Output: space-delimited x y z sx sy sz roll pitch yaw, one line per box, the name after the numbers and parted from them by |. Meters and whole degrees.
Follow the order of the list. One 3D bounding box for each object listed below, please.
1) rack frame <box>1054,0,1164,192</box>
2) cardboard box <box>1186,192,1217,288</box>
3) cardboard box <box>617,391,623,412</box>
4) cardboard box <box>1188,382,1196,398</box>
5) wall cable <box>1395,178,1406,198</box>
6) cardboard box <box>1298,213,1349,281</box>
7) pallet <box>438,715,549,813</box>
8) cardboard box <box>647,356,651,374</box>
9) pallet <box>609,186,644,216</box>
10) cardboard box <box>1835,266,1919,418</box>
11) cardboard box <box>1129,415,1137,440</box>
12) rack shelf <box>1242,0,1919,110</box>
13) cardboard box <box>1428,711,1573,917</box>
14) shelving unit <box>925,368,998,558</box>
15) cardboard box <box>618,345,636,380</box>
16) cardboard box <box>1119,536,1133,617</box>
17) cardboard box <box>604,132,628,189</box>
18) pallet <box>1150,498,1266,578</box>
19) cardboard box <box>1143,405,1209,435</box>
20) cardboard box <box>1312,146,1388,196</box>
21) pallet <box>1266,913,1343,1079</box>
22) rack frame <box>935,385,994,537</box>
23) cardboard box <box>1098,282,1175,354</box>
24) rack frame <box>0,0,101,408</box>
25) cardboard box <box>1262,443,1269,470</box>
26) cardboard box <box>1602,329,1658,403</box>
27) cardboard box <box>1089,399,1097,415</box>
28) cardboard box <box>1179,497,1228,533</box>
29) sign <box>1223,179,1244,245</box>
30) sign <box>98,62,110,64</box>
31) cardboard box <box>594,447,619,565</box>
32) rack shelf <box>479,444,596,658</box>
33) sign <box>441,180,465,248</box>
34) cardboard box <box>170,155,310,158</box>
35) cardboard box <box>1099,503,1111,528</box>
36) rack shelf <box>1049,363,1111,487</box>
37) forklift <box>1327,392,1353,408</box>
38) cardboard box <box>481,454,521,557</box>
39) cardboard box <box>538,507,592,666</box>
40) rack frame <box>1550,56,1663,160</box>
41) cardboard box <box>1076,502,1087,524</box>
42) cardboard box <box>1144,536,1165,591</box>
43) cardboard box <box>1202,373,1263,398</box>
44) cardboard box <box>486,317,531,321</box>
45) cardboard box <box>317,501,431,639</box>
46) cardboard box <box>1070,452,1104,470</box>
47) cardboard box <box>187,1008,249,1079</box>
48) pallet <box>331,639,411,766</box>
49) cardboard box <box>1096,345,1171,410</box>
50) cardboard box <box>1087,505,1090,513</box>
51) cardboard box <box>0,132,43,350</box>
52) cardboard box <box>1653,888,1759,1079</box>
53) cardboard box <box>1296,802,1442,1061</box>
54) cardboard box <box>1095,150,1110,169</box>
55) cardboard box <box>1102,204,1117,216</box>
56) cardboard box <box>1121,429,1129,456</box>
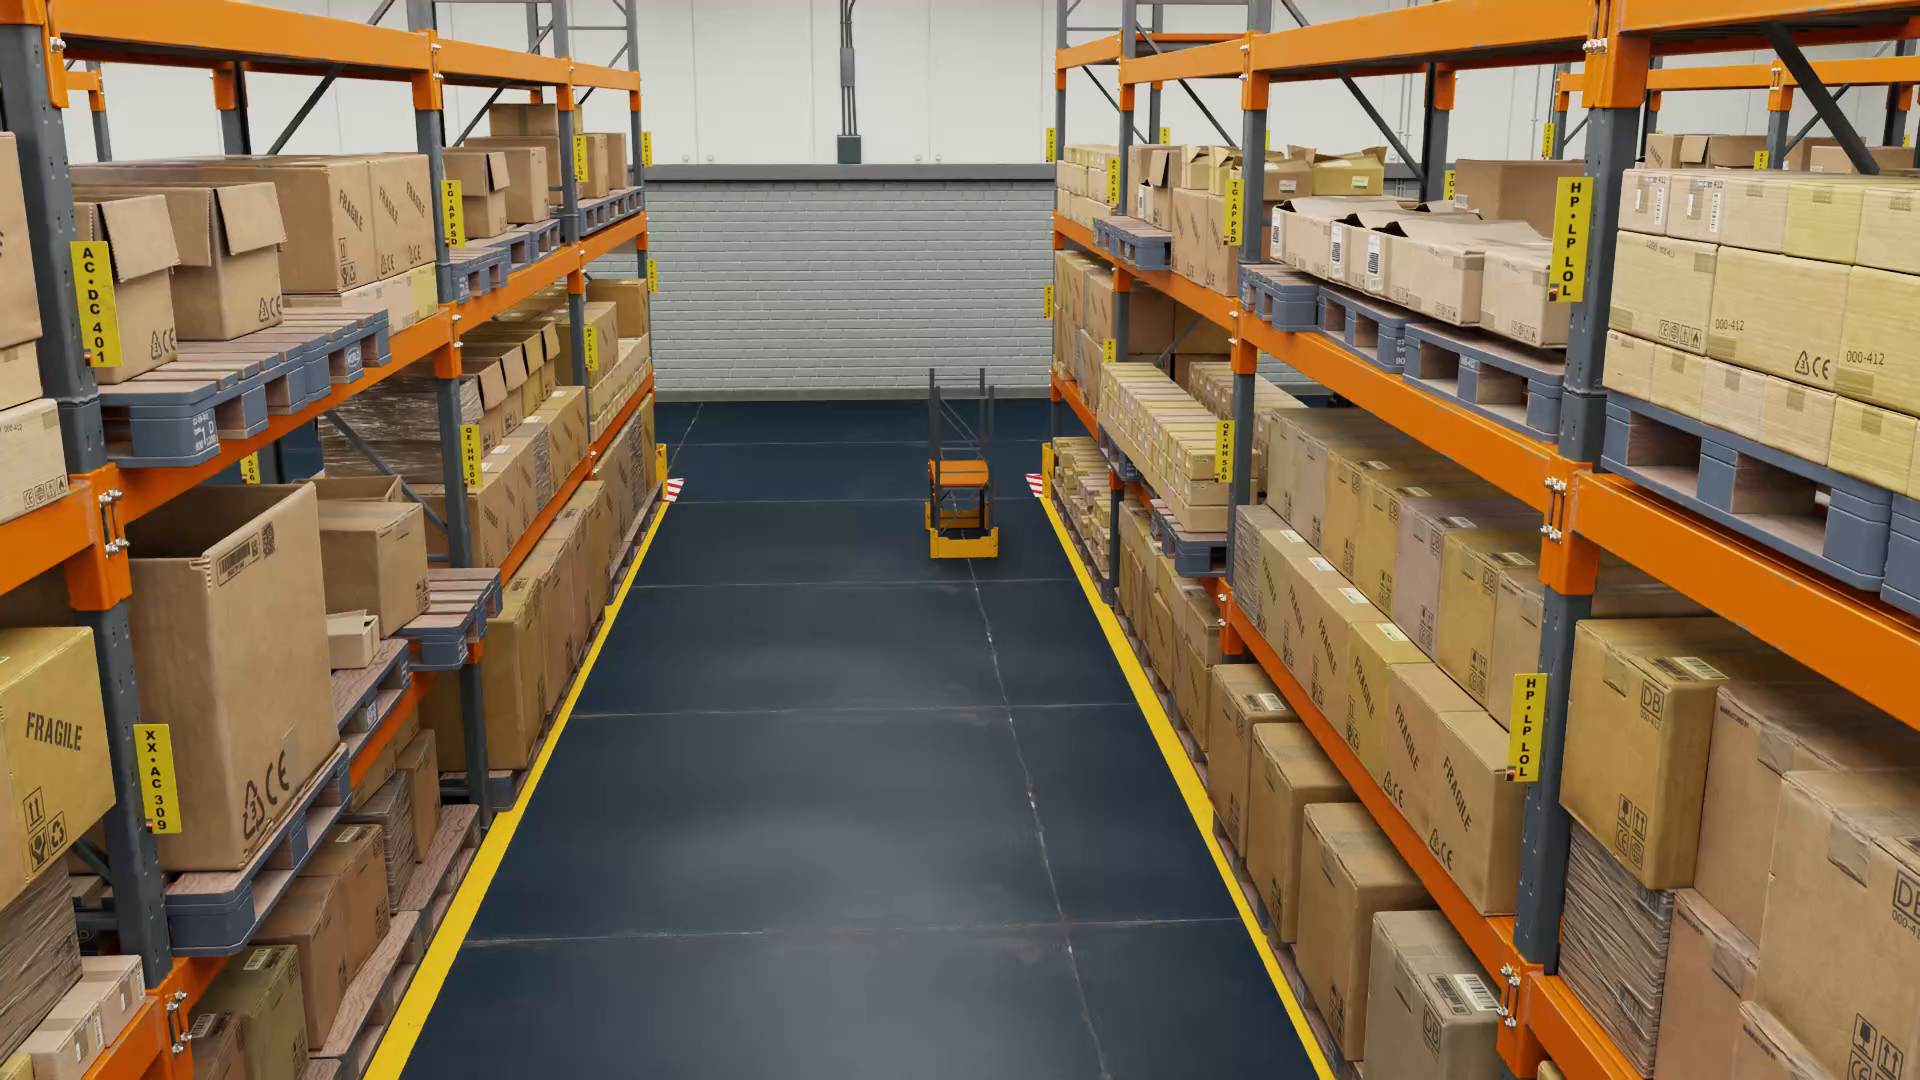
1.420 -4.841 15.781 1.000 3.000 0.127 -1 14 -3 | rack frame
1.582 -1.709 9.429 0.500 0.500 0.500 -1 14 -3 | cardboard box
-3.056 -1.168 14.052 0.380 0.149 0.250 -1 14 -3 | cardboard box
1.889 -1.070 12.231 0.380 0.149 0.250 0 14 -2 | cardboard box
5.981 -3.946 22.242 0.585 1.953 0.123 -1 14 -3 | wall cable
1.772 -1.270 7.179 0.500 0.250 0.500 0 14 -2 | cardboard box
-3.015 1.259 9.710 1.003 0.211 1.213 -1 14 -3 | pallet
-3.186 -1.679 16.035 0.380 0.149 0.250 -1 14 -2 | cardboard box
-3.481 -3.109 15.249 1.003 0.211 1.213 -1 14 -3 | pallet
1.978 -0.350 3.008 0.500 0.250 0.500 -1 14 -4 | cardboard box
1.319 -0.735 10.928 0.380 0.149 0.250 -1 14 -4 | cardboard box
2.039 -1.812 6.254 1.077 0.370 4.000 -1 14 -3 | rack shelf
1.864 0.875 5.405 0.500 0.500 0.500 -1 14 -4 | cardboard box
0.005 -0.707 14.766 0.587 1.500 1.083 -1 14 -3 | shelving unit
-3.180 -1.586 14.875 0.500 0.250 0.500 -1 14 -5 | cardboard box
1.448 0.255 12.191 0.500 0.500 0.500 0 14 -1 | cardboard box
-3.451 -3.508 15.378 0.700 0.500 0.500 -2 15 -7 | cardboard box
1.765 -0.028 9.502 1.213 0.211 1.003 -1 14 -3 | pallet
1.349 -0.752 10.397 0.380 0.149 0.250 0 14 -1 | cardboard box
2.133 -2.051 9.220 0.396 0.266 0.258 -1 14 -3 | cardboard box
1.961 1.905 7.200 1.003 0.211 1.213 -1 14 -3 | pallet
0.037 -0.579 14.266 0.500 1.500 0.032 -1 14 -3 | rack frame
1.368 -1.730 12.926 0.500 0.500 0.500 -1 14 -5 | cardboard box
-2.794 -1.805 3.982 1.000 3.000 0.127 -1 14 -3 | rack frame
2.031 -0.491 9.980 0.380 0.149 0.250 -1 14 -3 | cardboard box
1.846 -0.438 4.150 0.380 0.149 0.250 -1 14 -4 | cardboard box
1.296 -1.148 13.971 0.380 0.149 0.250 -2 15 -6 | cardboard box
1.426 -0.143 9.224 0.380 0.149 0.250 -1 14 -3 | cardboard box
1.373 -1.641 8.327 0.100 0.325 0.005 -1 14 -3 | sign
-7.933 -4.569 15.373 0.100 0.325 0.005 -1 14 -3 | sign
-3.250 -0.229 13.317 0.875 0.875 0.875 -1 14 -3 | cardboard box
-3.165 -0.043 10.619 1.077 0.370 4.000 -1 14 -3 | rack shelf
-2.500 -1.605 8.188 0.100 0.325 0.005 -1 14 -3 | sign
-3.269 -1.517 7.677 0.500 0.500 0.500 -1 14 -3 | cardboard box
1.330 -0.199 13.464 0.380 0.149 0.250 -1 14 -3 | cardboard box
1.543 -1.090 14.685 1.077 0.370 4.000 -1 14 -3 | rack shelf
3.671 -1.095 13.399 1.130 2.935 3.031 -2 15 -9 | forklift
-2.834 -0.196 9.568 0.500 0.500 0.500 -1 14 -5 | cardboard box
-3.174 0.318 11.193 1.225 0.875 0.875 -1 14 -5 | cardboard box
6.354 -4.942 16.176 1.000 3.000 0.127 -1 14 -3 | rack frame
1.242 -0.238 14.811 0.380 0.149 0.250 -1 14 -3 | cardboard box
1.512 0.151 11.090 0.500 0.250 0.500 0 14 -1 | cardboard box
1.919 -1.082 11.681 0.380 0.149 0.250 -1 14 -5 | cardboard box
-3.585 -1.434 12.779 0.500 0.500 0.500 0 14 -2 | cardboard box
-2.834 0.125 7.478 0.700 0.500 0.500 1 14 5 | cardboard box
1.236 -0.719 15.485 0.380 0.149 0.250 -2 15 -6 | cardboard box
-2.810 1.945 5.581 0.700 0.500 0.500 -2 15 -8 | cardboard box
-2.878 0.690 6.709 1.003 0.211 1.213 -1 14 -3 | pallet
1.355 -1.249 13.063 0.500 0.500 0.500 -1 14 -3 | cardboard box
1.318 -0.308 14.486 0.380 0.149 0.250 -2 15 -6 | cardboard box
-2.511 -0.679 3.824 0.500 0.500 0.500 -1 14 -5 | cardboard box
2.254 1.204 4.024 0.875 0.550 0.550 -1 14 -3 | cardboard box
1.979 1.542 6.685 1.050 0.750 0.750 -1 14 -3 | cardboard box
1.302 -3.088 13.488 0.380 0.149 0.250 -1 15 -6 | cardboard box
1.367 -2.438 12.765 0.500 0.250 0.500 -1 14 -2 | cardboard box
1.298 -0.660 11.234 0.380 0.149 0.250 -2 15 -6 | cardboard box
